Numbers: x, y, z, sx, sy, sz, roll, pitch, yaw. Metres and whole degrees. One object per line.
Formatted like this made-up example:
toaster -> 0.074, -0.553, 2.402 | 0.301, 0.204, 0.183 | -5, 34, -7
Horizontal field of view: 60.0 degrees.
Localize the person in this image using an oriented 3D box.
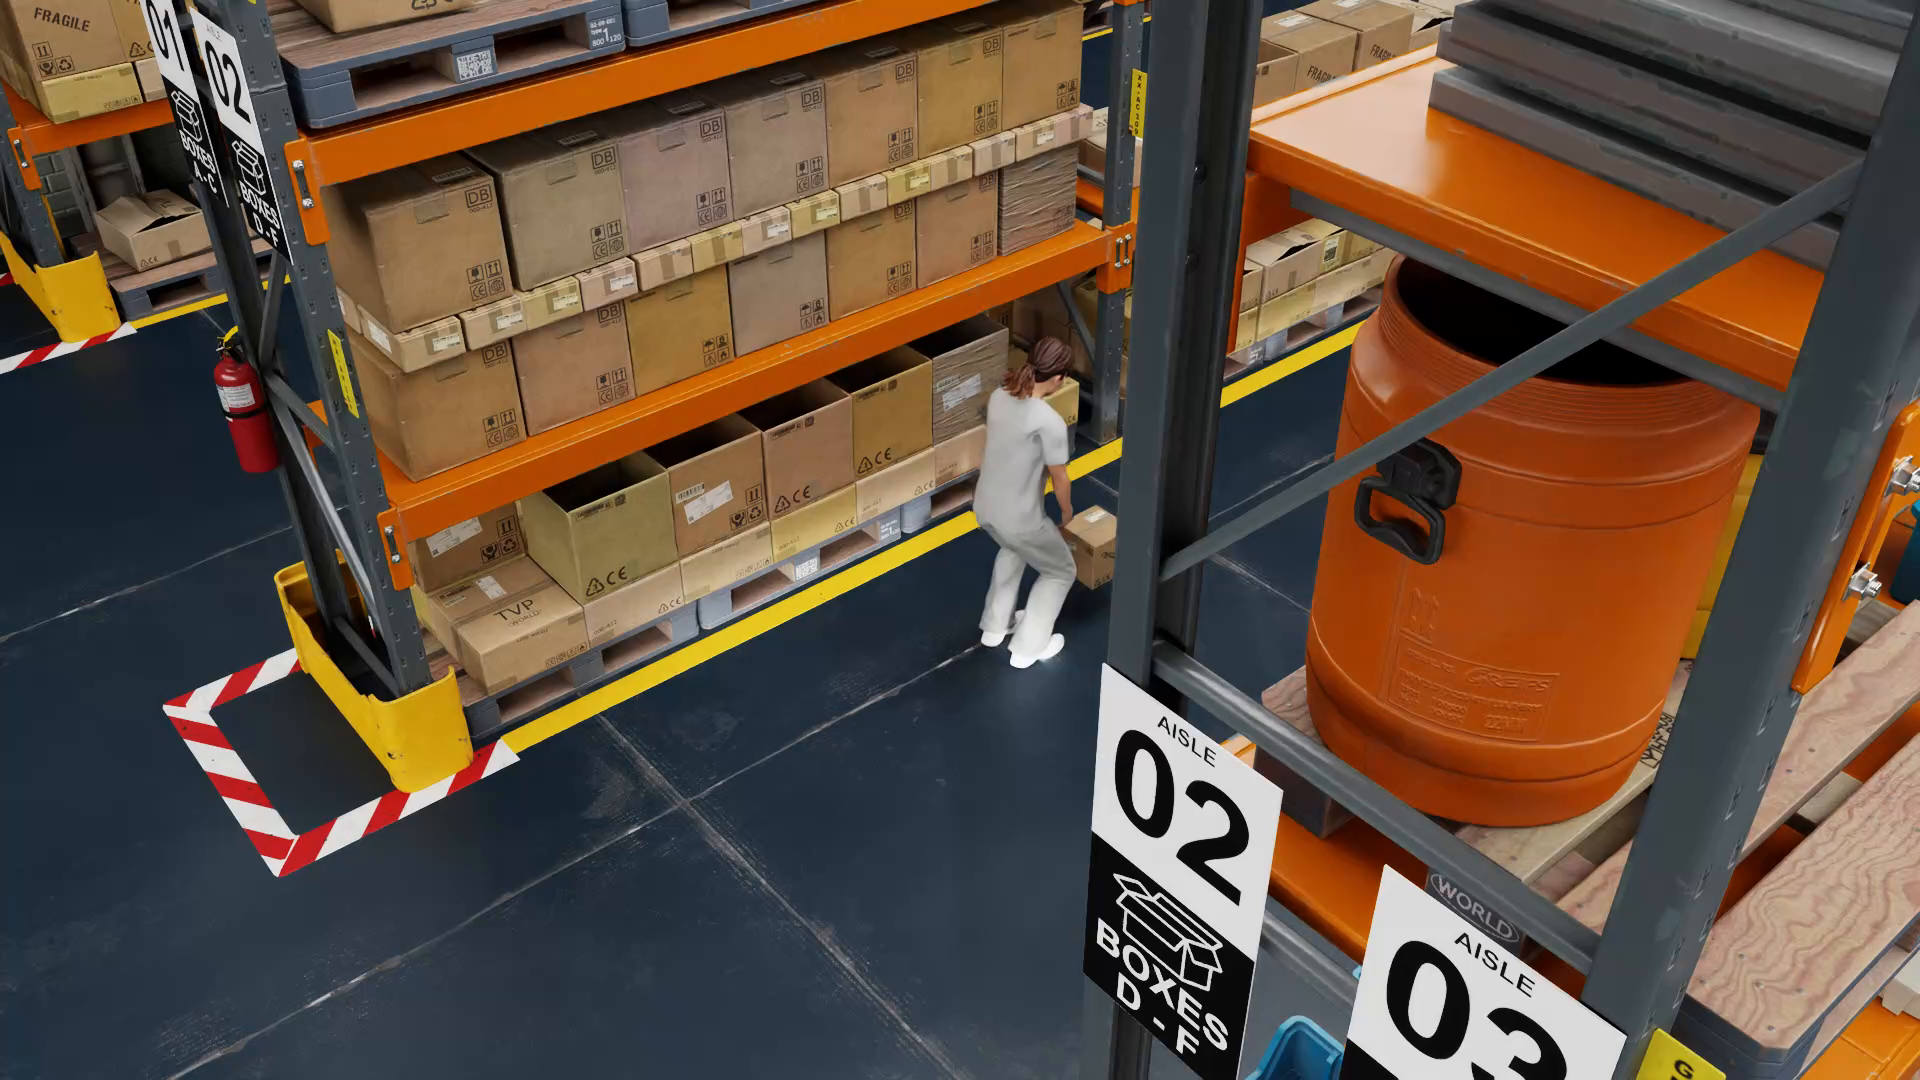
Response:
person -> 0.283, -0.165, 7.414 | 0.489, 1.556, 0.478 | -26, 44, -31
